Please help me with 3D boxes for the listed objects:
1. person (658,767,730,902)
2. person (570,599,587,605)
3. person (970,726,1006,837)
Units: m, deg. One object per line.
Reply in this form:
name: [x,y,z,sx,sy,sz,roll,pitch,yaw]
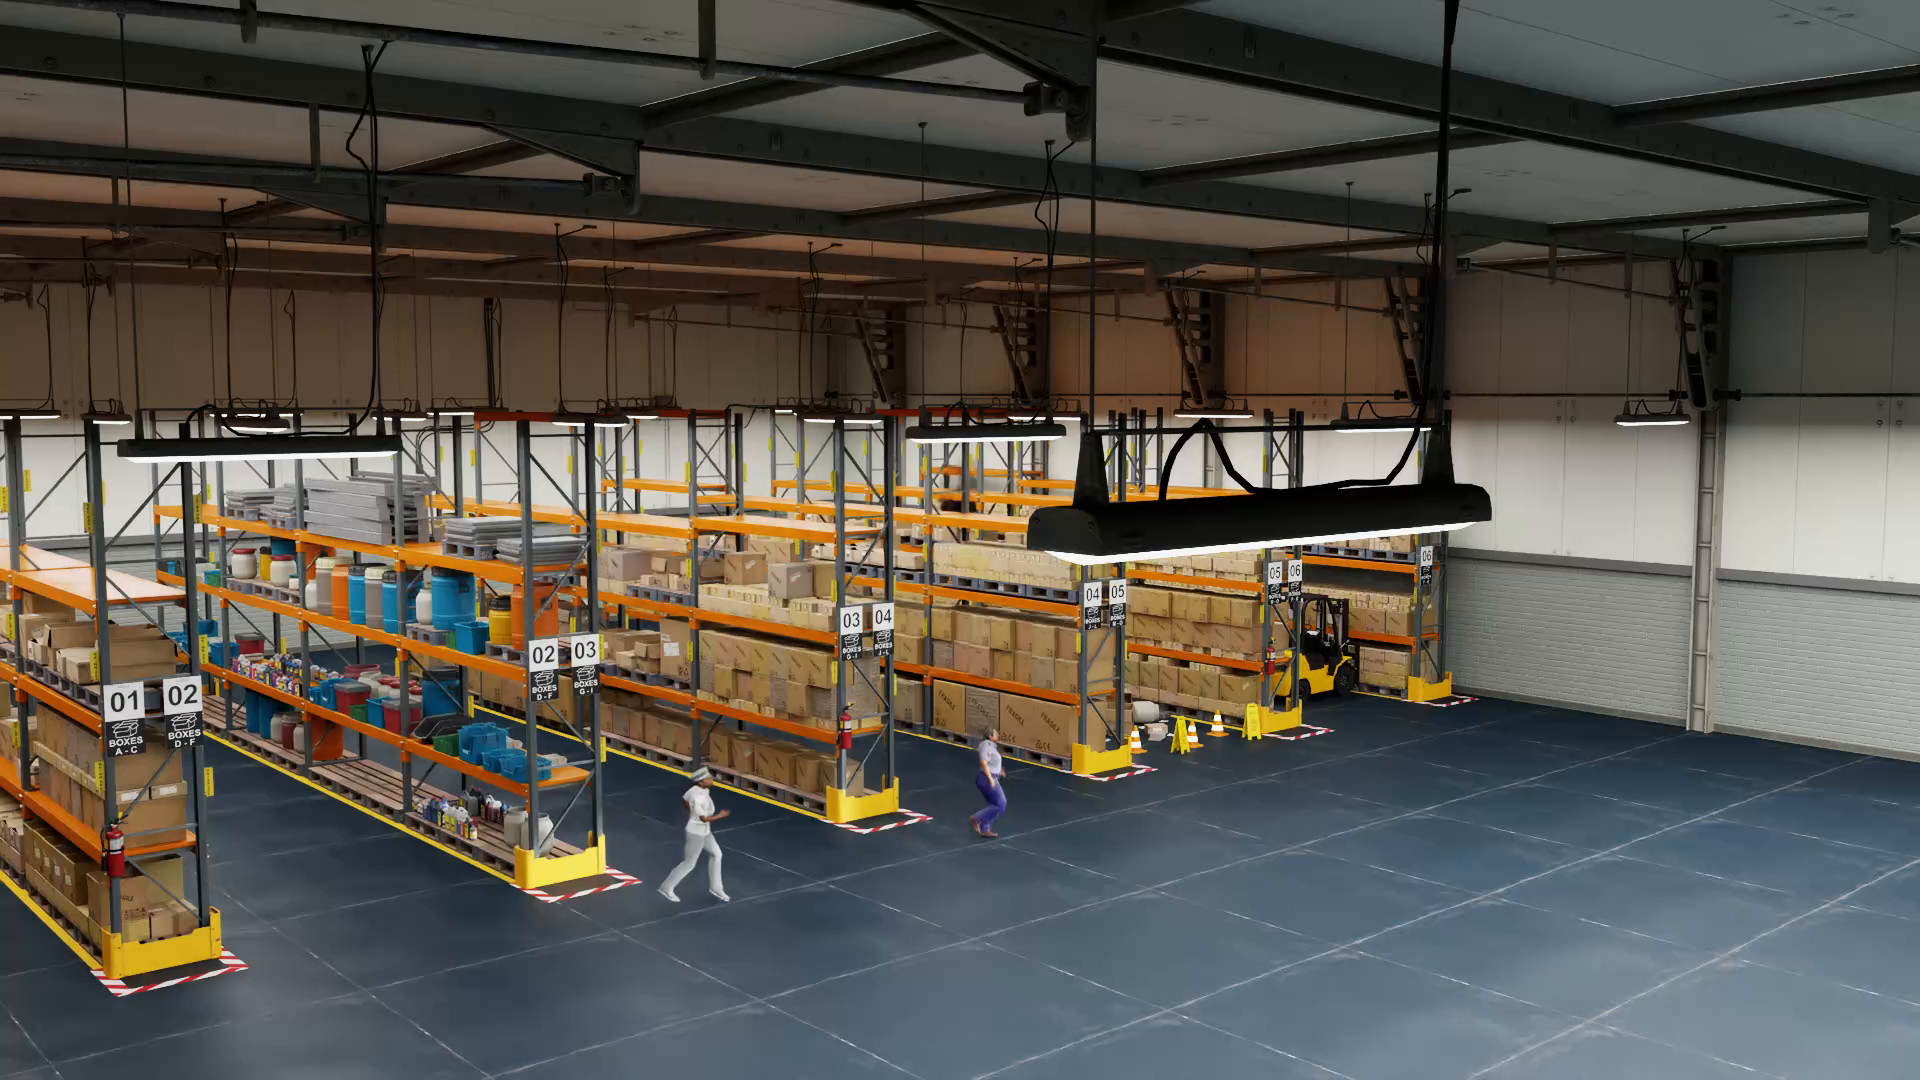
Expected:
person: [-3.304,3.674,20.680,0.894,1.744,0.589,-1,5,-6]
person: [-9.251,1.984,40.332,0.659,1.681,0.613,2,6,25]
person: [0.400,3.457,23.725,0.577,1.614,0.638,-1,5,-10]
